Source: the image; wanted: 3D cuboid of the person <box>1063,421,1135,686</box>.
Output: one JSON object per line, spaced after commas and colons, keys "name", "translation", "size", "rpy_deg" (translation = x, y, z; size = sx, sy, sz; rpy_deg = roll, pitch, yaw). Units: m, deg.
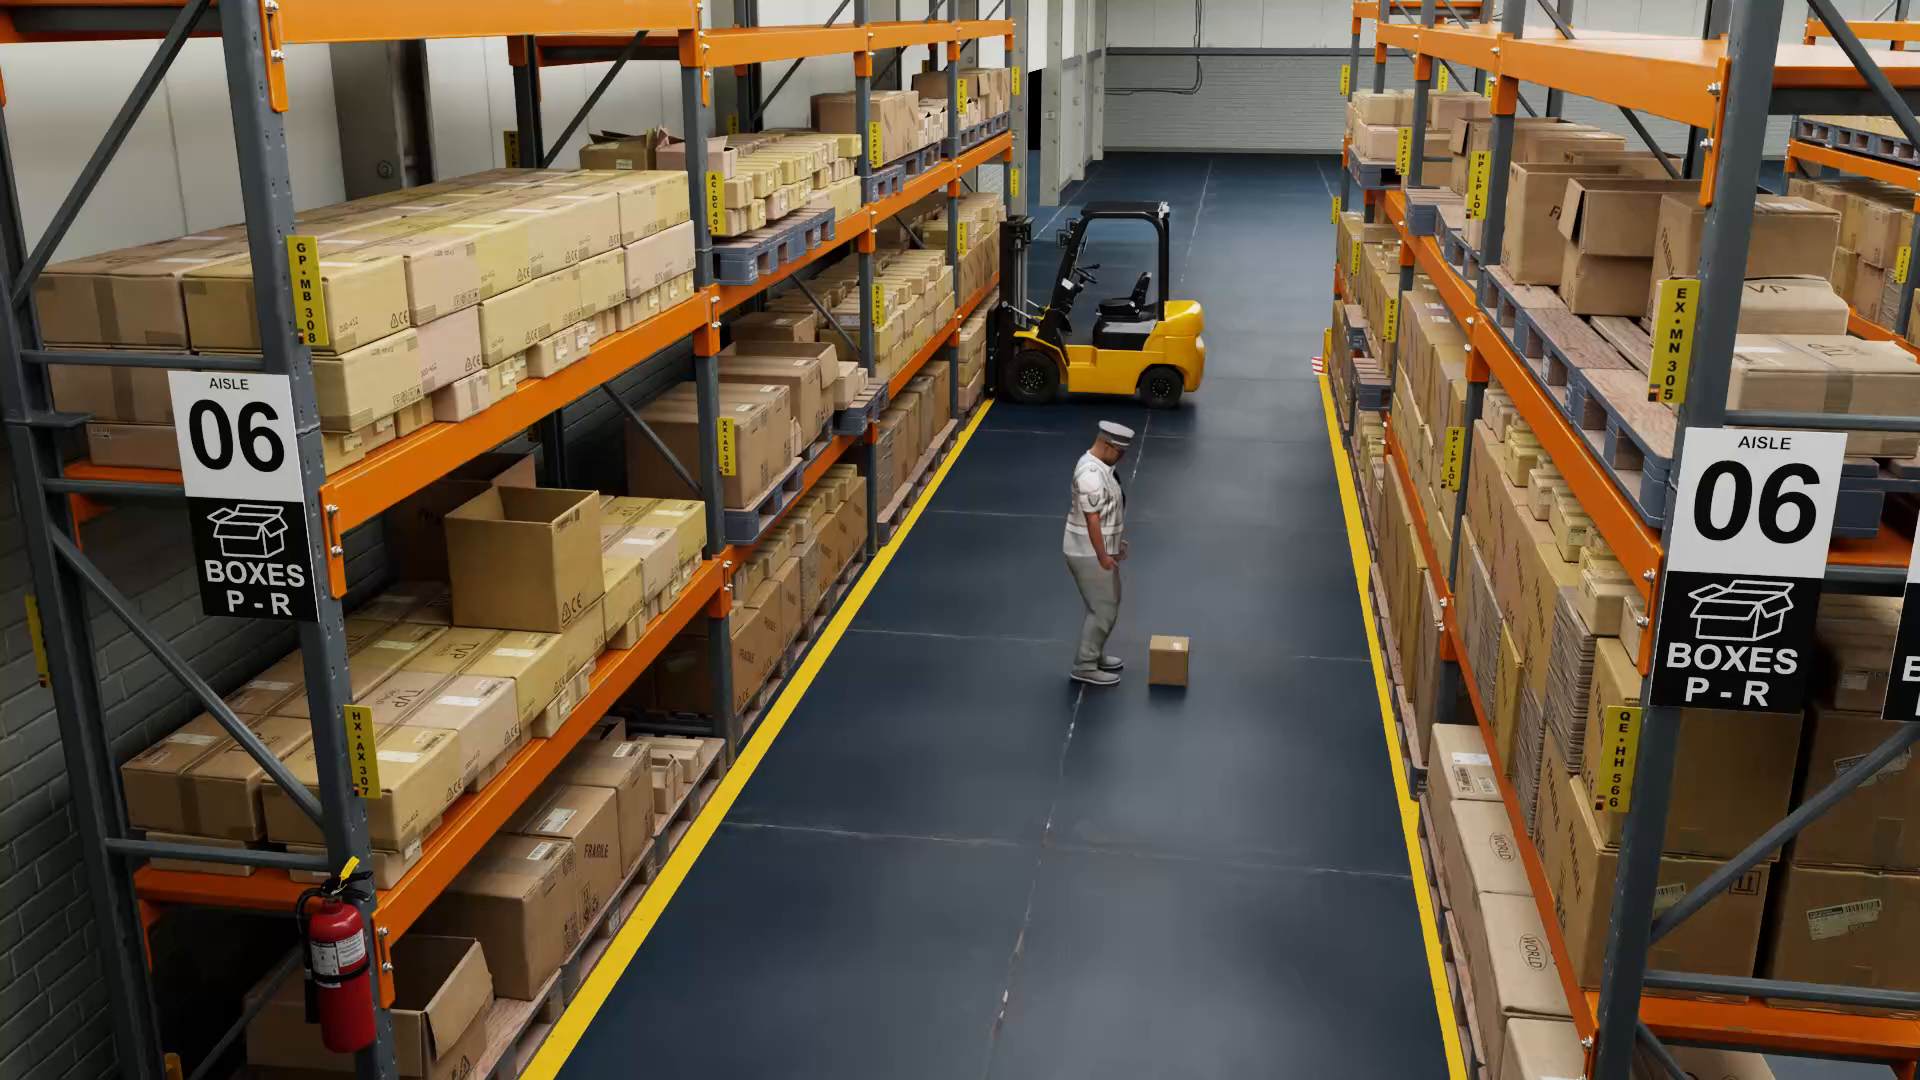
{"name": "person", "translation": [0.899, 0.071, 10.895], "size": [0.440, 1.720, 0.547], "rpy_deg": [3, 18, 10]}
